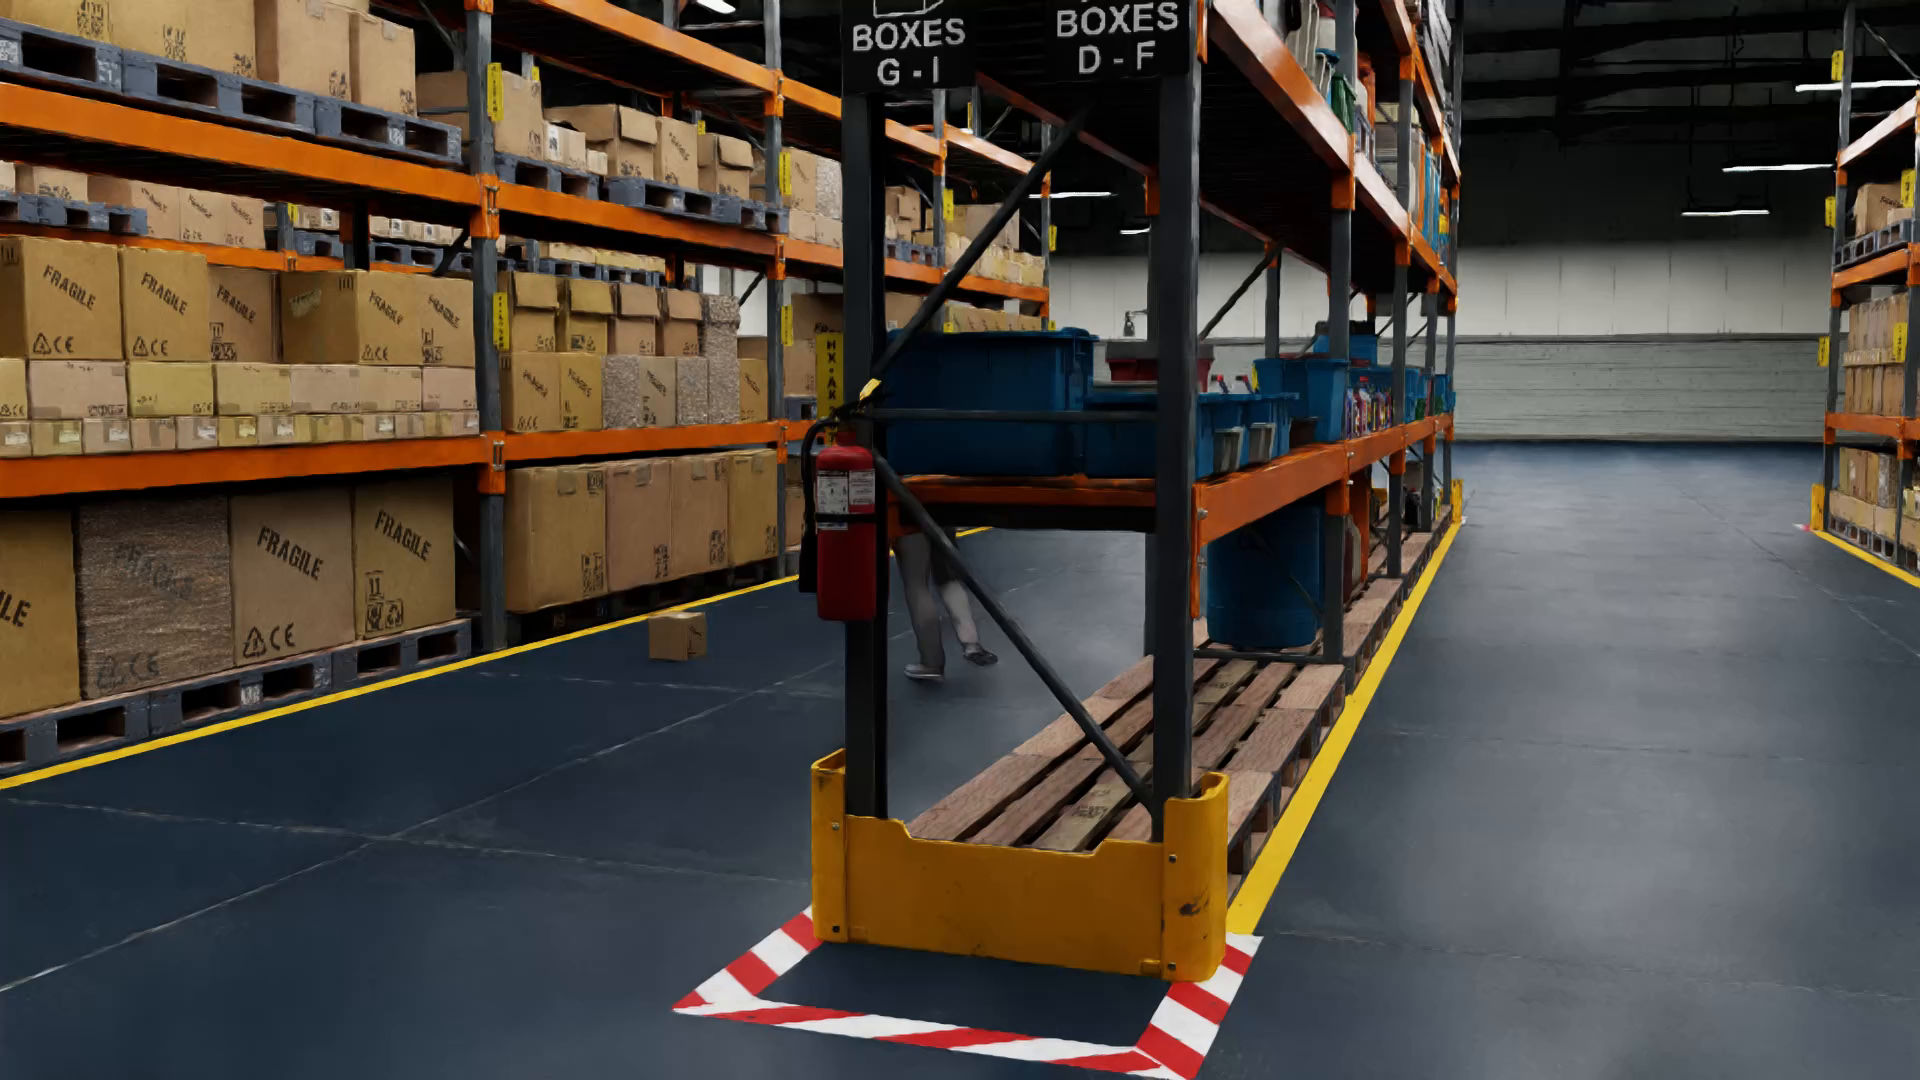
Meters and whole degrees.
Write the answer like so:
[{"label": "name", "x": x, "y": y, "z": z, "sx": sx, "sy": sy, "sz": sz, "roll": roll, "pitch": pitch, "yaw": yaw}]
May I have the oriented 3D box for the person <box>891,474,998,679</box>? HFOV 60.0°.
[{"label": "person", "x": -0.121, "y": -0.084, "z": 8.962, "sx": 0.637, "sy": 1.656, "sz": 0.450, "roll": -4, "pitch": 6, "yaw": -35}]
